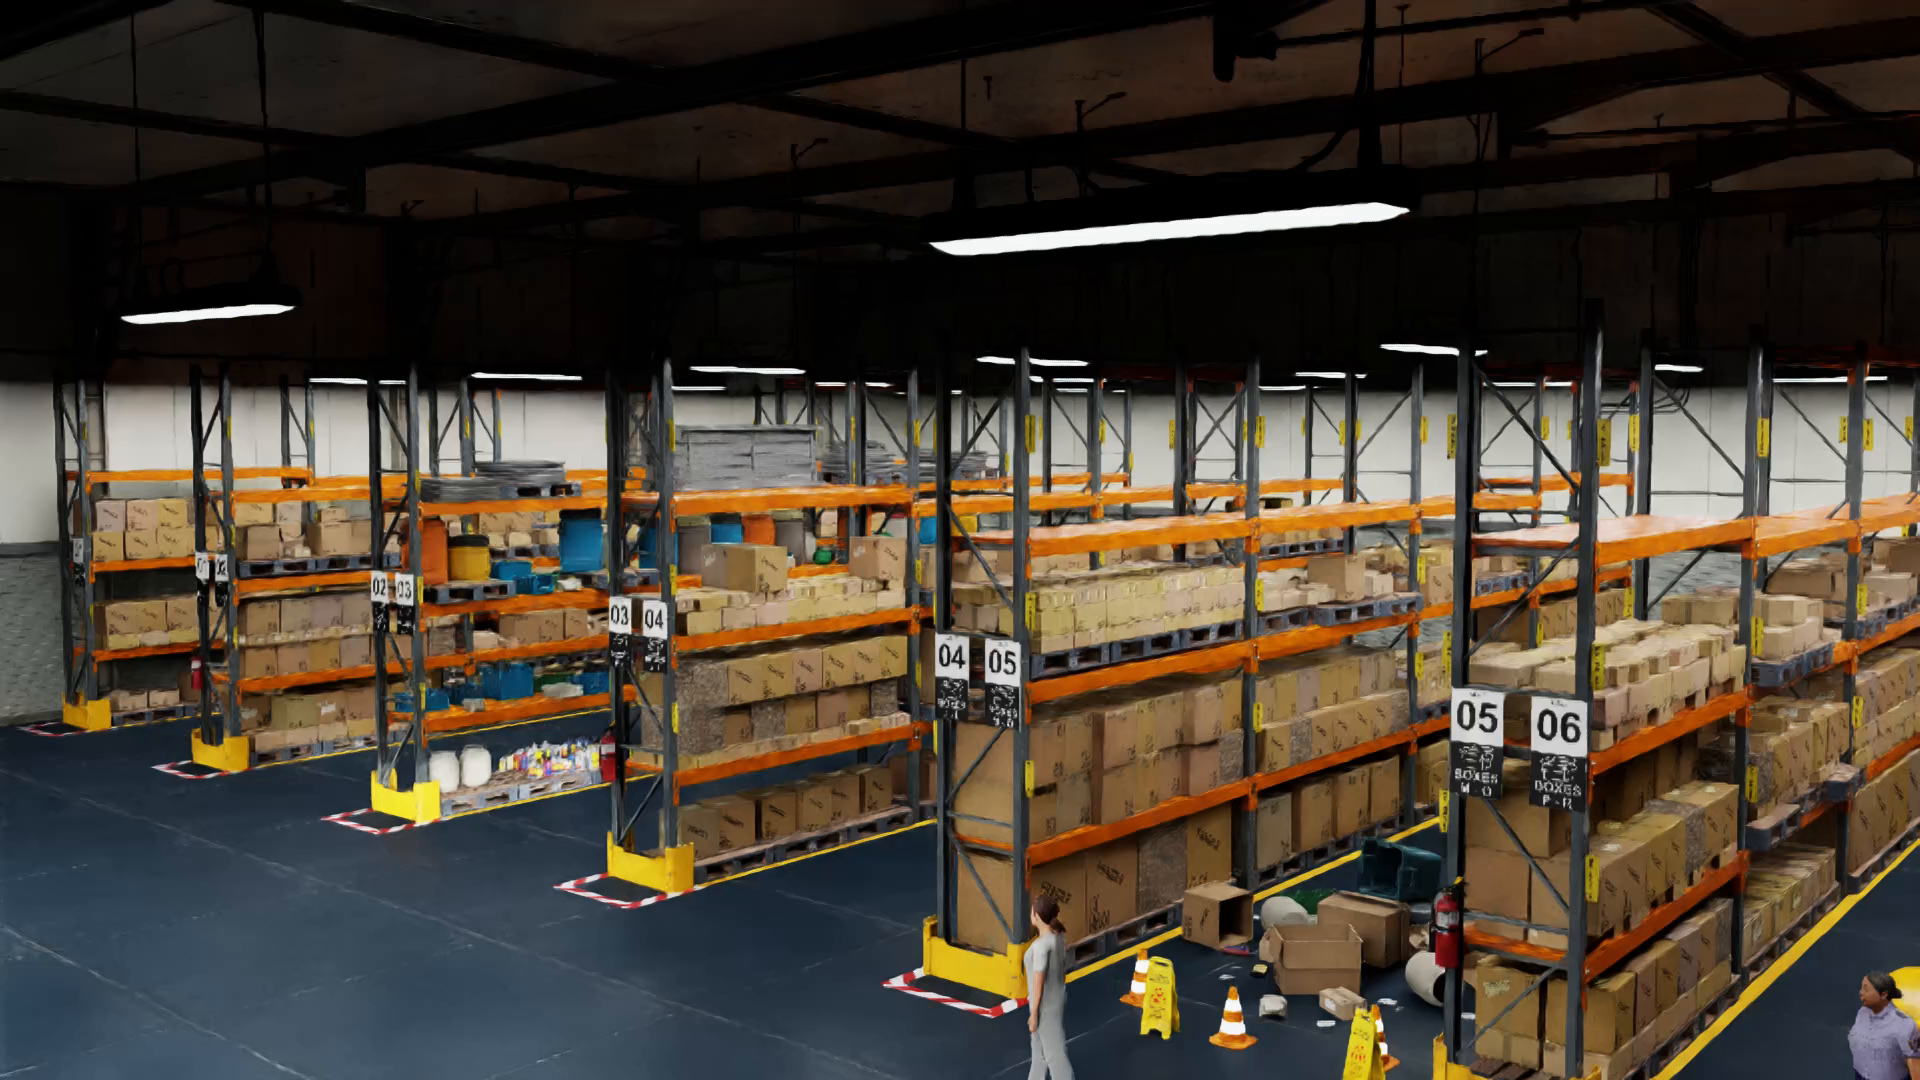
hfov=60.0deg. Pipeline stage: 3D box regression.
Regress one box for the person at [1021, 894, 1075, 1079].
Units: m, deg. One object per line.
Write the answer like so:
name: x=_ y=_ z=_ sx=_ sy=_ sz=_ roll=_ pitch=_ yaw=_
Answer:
person: x=0.621 y=3.444 z=12.283 sx=0.621 sy=1.666 sz=0.577 roll=1 pitch=4 yaw=19

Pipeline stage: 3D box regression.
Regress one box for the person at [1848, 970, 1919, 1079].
person: x=6.050 y=3.580 z=10.705 sx=0.548 sy=1.634 sz=0.547 roll=-1 pitch=4 yaw=-13
